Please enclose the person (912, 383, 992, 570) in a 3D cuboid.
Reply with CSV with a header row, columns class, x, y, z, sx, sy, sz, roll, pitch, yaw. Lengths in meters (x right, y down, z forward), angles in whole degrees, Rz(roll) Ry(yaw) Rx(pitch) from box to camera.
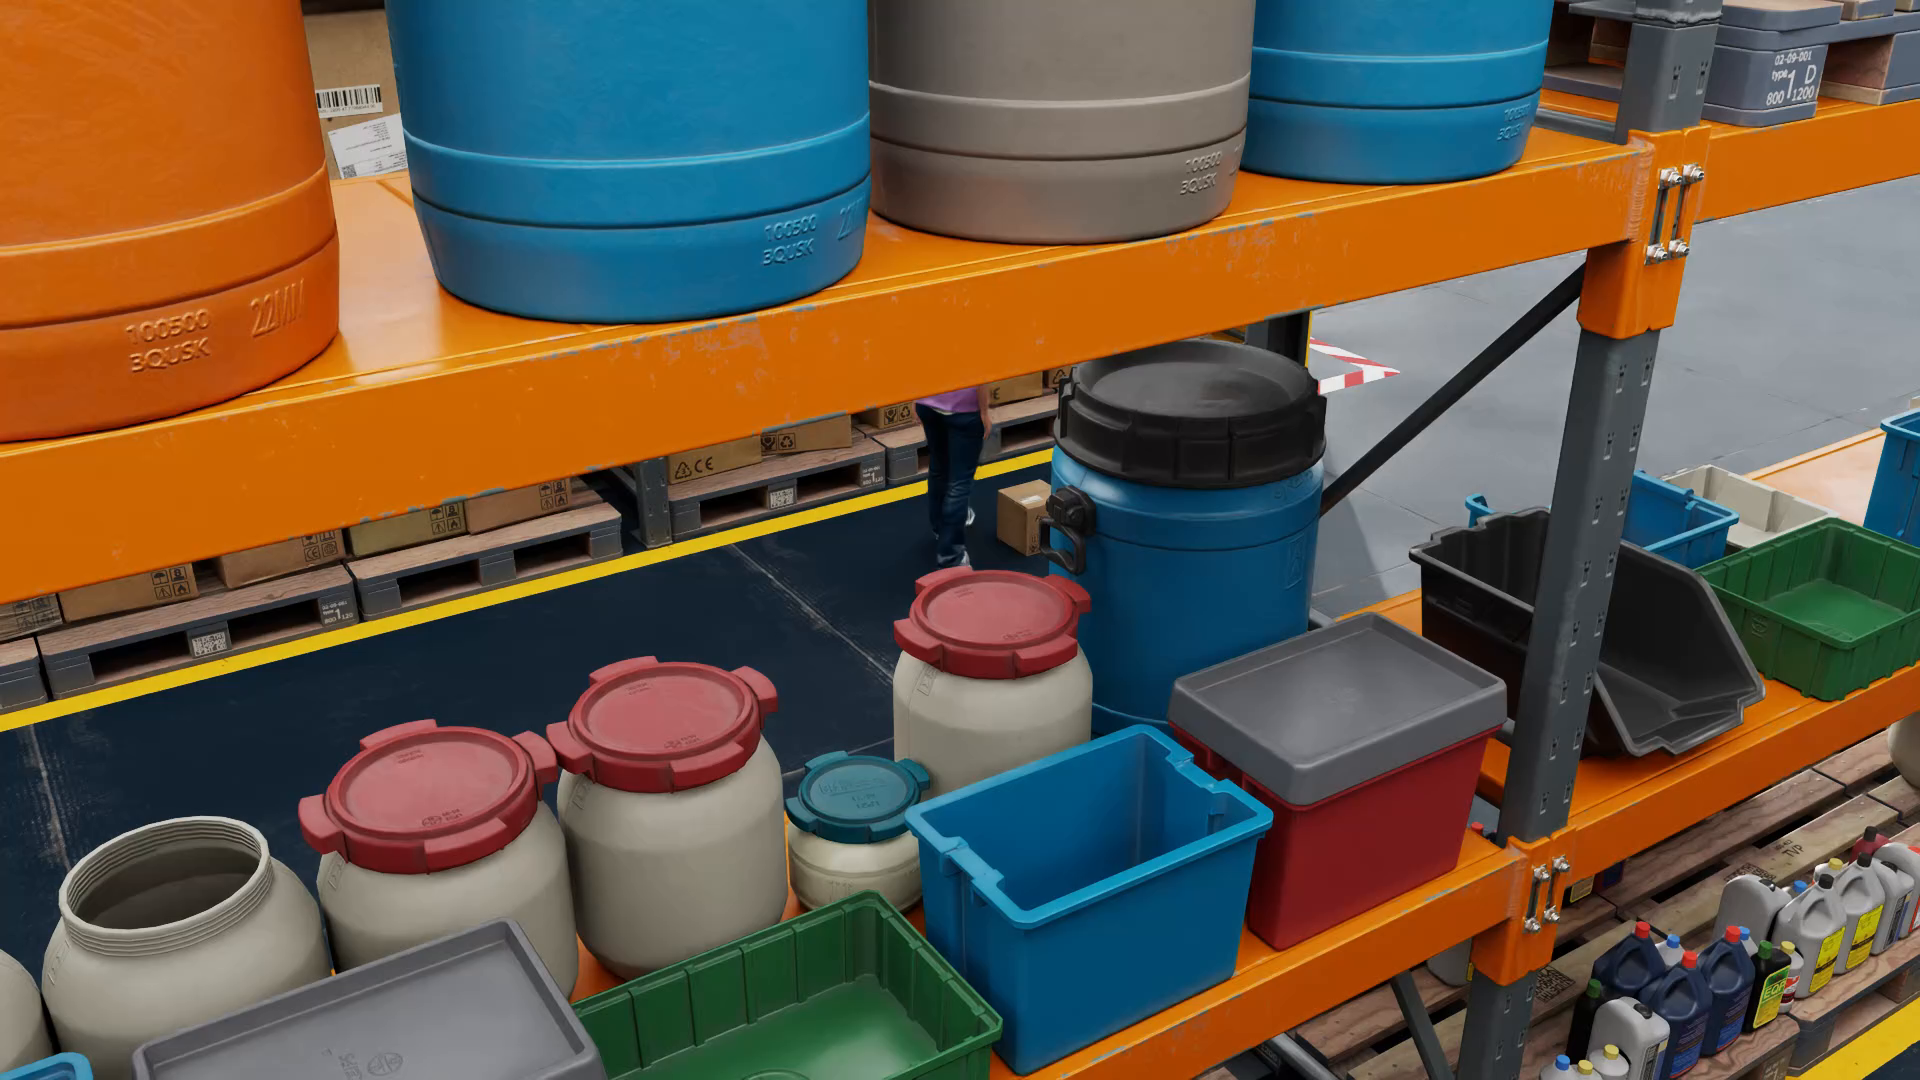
class,x,y,z,sx,sy,sz,roll,pitch,yaw
person,0.017,-0.637,7.443,0.440,1.598,0.610,17,30,31
